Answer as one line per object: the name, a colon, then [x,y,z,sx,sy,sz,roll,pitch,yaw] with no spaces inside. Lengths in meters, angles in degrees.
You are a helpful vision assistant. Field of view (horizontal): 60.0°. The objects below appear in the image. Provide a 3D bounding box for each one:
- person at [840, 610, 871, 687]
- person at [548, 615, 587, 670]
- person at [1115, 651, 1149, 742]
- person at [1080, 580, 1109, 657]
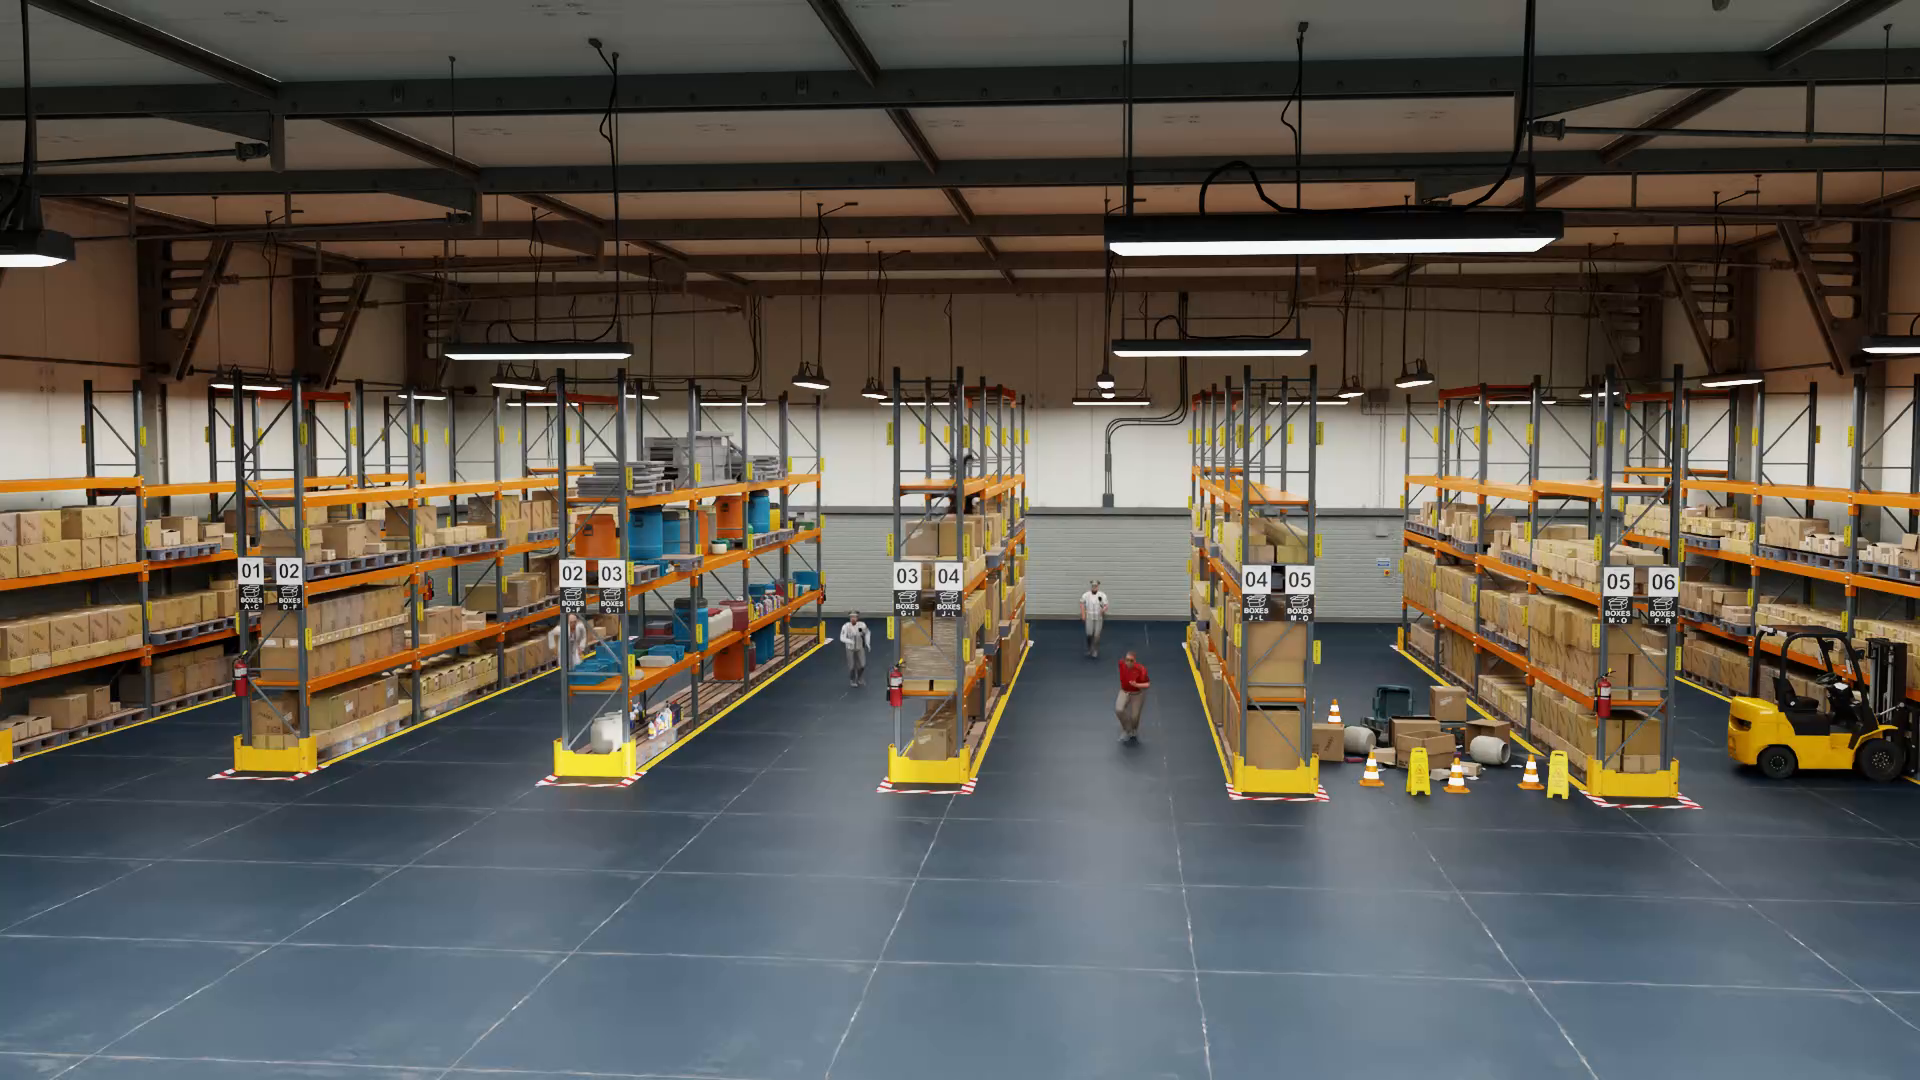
person: [-2.078,2.161,33.033,0.608,1.576,0.804,0,4,-6]
person: [-7.617,2.215,32.227,0.737,1.591,0.890,-2,4,-24]
person: [2.834,2.577,27.216,0.627,1.443,1.134,1,4,18]
person: [3.055,1.789,37.724,0.658,1.781,0.666,0,4,1]
